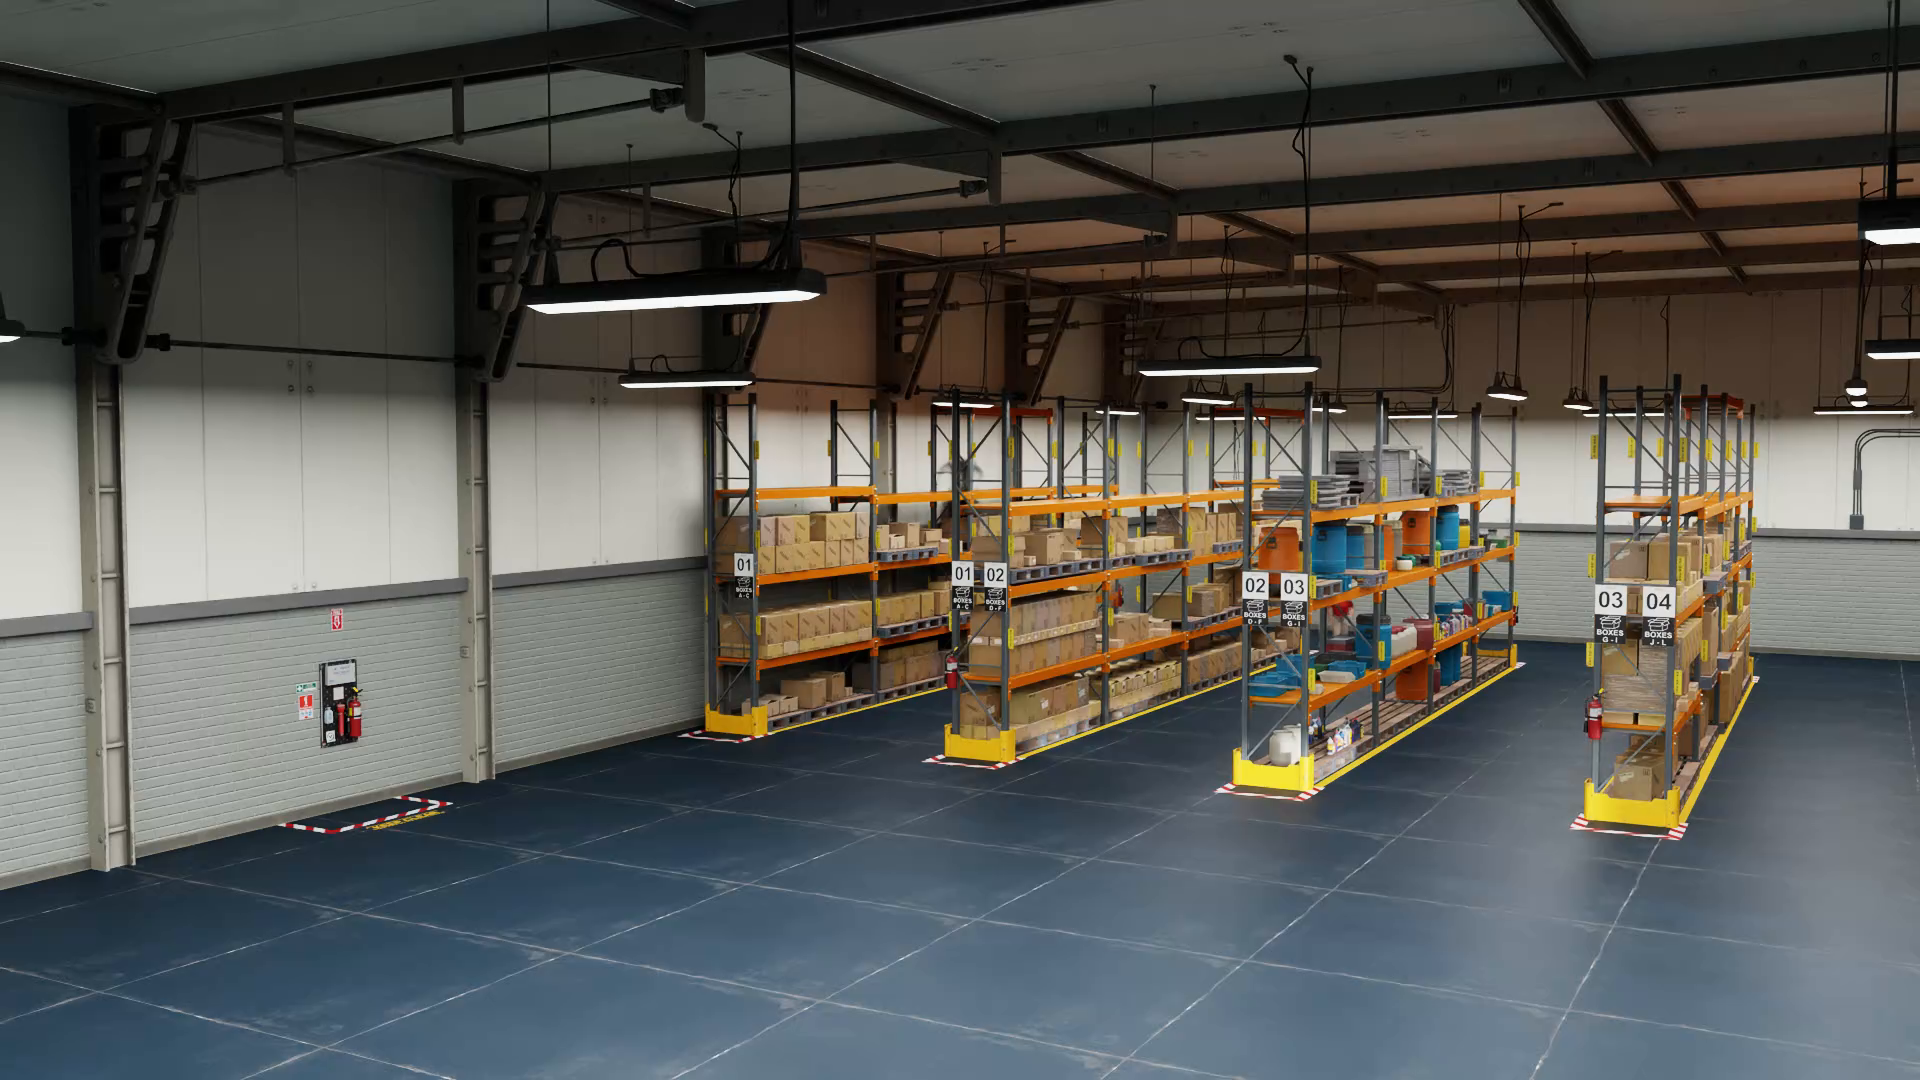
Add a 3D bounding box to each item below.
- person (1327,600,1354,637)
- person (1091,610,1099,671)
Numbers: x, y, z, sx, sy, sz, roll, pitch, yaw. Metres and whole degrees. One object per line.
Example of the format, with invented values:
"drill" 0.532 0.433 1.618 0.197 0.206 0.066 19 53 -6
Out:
"person" 9.352 1.973 40.875 0.645 1.669 0.640 0 3 2
"person" 2.863 2.271 35.887 0.596 1.618 0.648 1 3 15
